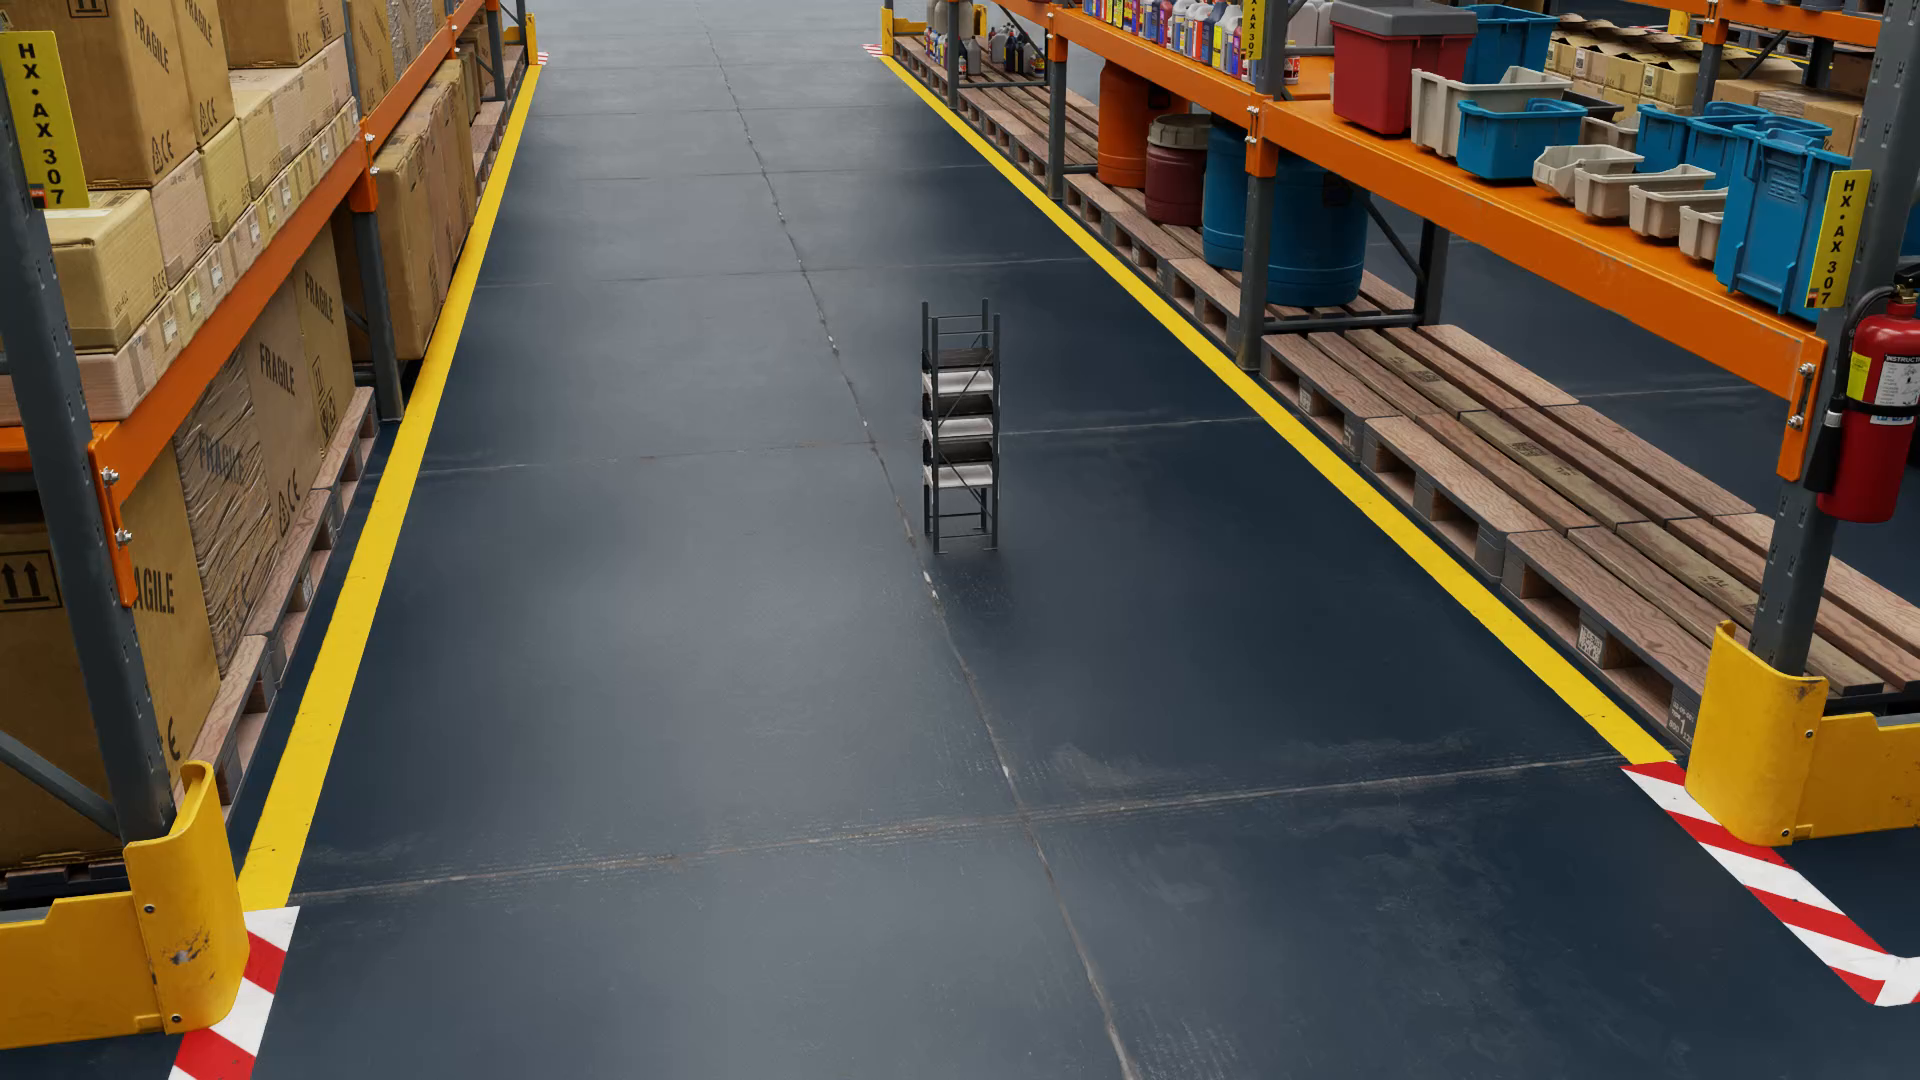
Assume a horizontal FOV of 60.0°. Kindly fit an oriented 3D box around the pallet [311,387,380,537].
[{"bbox_3d":[-2.939,-0.302,6.678,1.003,0.211,1.213,-4,24,-10],"label":"pallet"}]

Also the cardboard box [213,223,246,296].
[{"bbox_3d":[-2.196,-0.765,4.567,0.380,0.149,0.250,-5,24,-11],"label":"cardboard box"}]

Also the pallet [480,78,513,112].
[{"bbox_3d":[-4.641,-4.015,15.180,1.003,0.211,1.213,-4,24,-10],"label":"pallet"}]

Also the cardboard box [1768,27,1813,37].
[{"bbox_3d":[9.613,-5.966,18.735,0.700,0.500,0.500,-6,24,-13],"label":"cardboard box"}]

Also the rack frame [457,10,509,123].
[{"bbox_3d":[-4.482,-5.032,14.023,1.000,3.000,0.127,-4,24,-10],"label":"rack frame"}]

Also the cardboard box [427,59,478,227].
[{"bbox_3d":[-3.635,-2.404,10.137,1.225,0.875,0.875,-5,24,-12],"label":"cardboard box"}]

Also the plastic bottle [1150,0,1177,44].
[{"bbox_3d":[1.170,-3.000,9.432,0.144,0.351,0.185,-4,24,-10],"label":"plastic bottle"}]

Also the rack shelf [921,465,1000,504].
[{"bbox_3d":[0.001,-0.214,6.148,0.258,0.077,0.200,-4,24,-10],"label":"rack shelf"}]

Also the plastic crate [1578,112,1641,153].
[{"bbox_3d":[2.482,-1.496,6.181,0.293,0.136,0.466,-4,24,-10],"label":"plastic crate"}]

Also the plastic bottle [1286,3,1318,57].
[{"bbox_3d":[1.833,-2.758,8.972,0.152,0.276,0.135,-4,24,-10],"label":"plastic bottle"}]

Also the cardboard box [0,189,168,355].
[{"bbox_3d":[-2.086,-0.588,3.664,0.500,0.250,0.500,-5,24,-11],"label":"cardboard box"}]

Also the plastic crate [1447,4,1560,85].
[{"bbox_3d":[2.286,-2.113,7.286,0.392,0.384,0.575,-4,24,-10],"label":"plastic crate"}]

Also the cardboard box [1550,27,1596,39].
[{"bbox_3d":[5.270,-4.371,14.720,0.500,0.311,0.500,-5,24,-11],"label":"cardboard box"}]

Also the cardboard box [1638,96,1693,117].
[{"bbox_3d":[5.657,-3.311,12.995,0.500,0.250,0.500,-4,24,-8],"label":"cardboard box"}]

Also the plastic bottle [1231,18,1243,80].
[{"bbox_3d":[1.387,-2.417,8.182,0.061,0.283,0.133,-4,24,-10],"label":"plastic bottle"}]

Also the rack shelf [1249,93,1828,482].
[{"bbox_3d":[2.235,-1.135,6.000,1.077,0.370,4.000,-4,24,-10],"label":"rack shelf"}]

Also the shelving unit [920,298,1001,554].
[{"bbox_3d":[0.001,-0.409,6.063,0.258,0.900,0.210,-4,24,-10],"label":"shelving unit"}]

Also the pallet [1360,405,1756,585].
[{"bbox_3d":[2.268,-0.206,6.459,1.003,0.211,1.213,-4,24,-10],"label":"pallet"}]

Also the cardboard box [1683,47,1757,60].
[{"bbox_3d":[6.080,-3.813,13.443,0.500,0.311,0.500,-5,24,-11],"label":"cardboard box"}]

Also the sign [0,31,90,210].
[{"bbox_3d":[-1.717,-0.783,3.115,0.100,0.325,0.005,-4,24,-10],"label":"sign"}]

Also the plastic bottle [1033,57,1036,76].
[{"bbox_3d":[0.739,-4.515,15.787,0.097,0.201,0.097,0,24,0],"label":"plastic bottle"}]

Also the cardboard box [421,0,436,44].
[{"bbox_3d":[-3.321,-3.132,9.548,0.500,0.500,0.500,-5,24,-10],"label":"cardboard box"}]

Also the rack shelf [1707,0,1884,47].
[{"bbox_3d":[6.364,-3.074,10.439,1.077,0.370,4.000,-4,24,-10],"label":"rack shelf"}]

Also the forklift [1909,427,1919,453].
[{"bbox_3d":[4.508,-1.720,6.527,1.130,2.935,3.031,-4,24,-8],"label":"forklift"}]

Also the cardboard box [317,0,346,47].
[{"bbox_3d":[-2.655,-2.135,6.270,0.500,0.500,0.500,-4,24,-8],"label":"cardboard box"}]

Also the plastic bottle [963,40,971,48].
[{"bbox_3d":[0.089,-4.680,16.071,0.152,0.276,0.135,-4,24,-10],"label":"plastic bottle"}]

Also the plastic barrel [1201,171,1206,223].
[{"bbox_3d":[1.633,-2.026,9.726,0.421,0.512,0.421,0,24,0],"label":"plastic barrel"}]

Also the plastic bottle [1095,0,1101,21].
[{"bbox_3d":[0.903,-3.445,10.535,0.061,0.283,0.133,-4,24,-10],"label":"plastic bottle"}]

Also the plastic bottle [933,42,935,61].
[{"bbox_3d":[-0.225,-4.942,16.763,0.097,0.201,0.097,0,24,0],"label":"plastic bottle"}]

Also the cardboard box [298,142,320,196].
[{"bbox_3d":[-2.434,-1.269,5.723,0.380,0.149,0.250,-4,24,-9],"label":"cardboard box"}]

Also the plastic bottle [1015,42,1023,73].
[{"bbox_3d":[0.566,-4.630,15.947,0.061,0.283,0.133,-4,24,-10],"label":"plastic bottle"}]

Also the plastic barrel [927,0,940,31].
[{"bbox_3d":[-0.157,-5.771,18.299,0.421,0.512,0.421,0,24,0],"label":"plastic barrel"}]

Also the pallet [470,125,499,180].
[{"bbox_3d":[-4.108,-2.967,12.779,1.003,0.211,1.213,-4,24,-10],"label":"pallet"}]

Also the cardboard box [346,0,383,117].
[{"bbox_3d":[-2.842,-2.130,7.255,0.500,0.500,0.500,-4,24,-10],"label":"cardboard box"}]

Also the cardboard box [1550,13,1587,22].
[{"bbox_3d":[5.611,-4.815,15.736,0.500,0.311,0.500,-4,24,-10],"label":"cardboard box"}]

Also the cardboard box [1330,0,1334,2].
[{"bbox_3d":[4.489,-6.189,18.646,0.500,0.500,0.500,-4,24,-10],"label":"cardboard box"}]

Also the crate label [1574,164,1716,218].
[{"bbox_3d":[2.161,-1.115,5.310,0.396,0.136,0.243,-4,24,-10],"label":"crate label"}]

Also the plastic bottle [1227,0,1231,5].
[{"bbox_3d":[1.719,-3.354,10.430,0.097,0.201,0.097,0,24,0],"label":"plastic bottle"}]

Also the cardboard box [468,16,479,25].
[{"bbox_3d":[-4.822,-4.702,15.867,0.500,0.500,0.500,-6,24,-14],"label":"cardboard box"}]

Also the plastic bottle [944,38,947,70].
[{"bbox_3d":[-0.123,-4.724,16.162,0.061,0.283,0.133,-3,24,-6],"label":"plastic bottle"}]

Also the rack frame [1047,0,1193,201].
[{"bbox_3d":[1.125,-3.825,11.260,1.000,3.000,0.127,-4,24,-10],"label":"rack frame"}]

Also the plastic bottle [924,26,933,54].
[{"bbox_3d":[-0.325,-5.187,17.237,0.097,0.271,0.097,0,24,0],"label":"plastic bottle"}]

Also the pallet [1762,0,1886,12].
[{"bbox_3d":[6.188,-3.841,11.536,1.213,0.211,1.003,-4,24,-10],"label":"pallet"}]

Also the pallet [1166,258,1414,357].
[{"bbox_3d":[1.763,-1.280,8.918,1.003,0.211,1.213,-4,24,-10],"label":"pallet"}]

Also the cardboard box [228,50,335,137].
[{"bbox_3d":[-2.565,-1.595,5.970,0.500,0.250,0.500,-4,24,-8],"label":"cardboard box"}]

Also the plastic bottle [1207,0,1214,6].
[{"bbox_3d":[1.365,-2.826,9.135,0.097,0.271,0.097,0,24,0],"label":"plastic bottle"}]

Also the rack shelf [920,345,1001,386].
[{"bbox_3d":[0.001,-0.626,5.968,0.258,0.077,0.200,-4,24,-10],"label":"rack shelf"}]

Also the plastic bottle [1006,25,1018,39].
[{"bbox_3d":[0.531,-4.976,16.655,0.144,0.351,0.185,-4,24,-10],"label":"plastic bottle"}]

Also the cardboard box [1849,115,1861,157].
[{"bbox_3d":[6.089,-2.438,10.658,0.500,0.500,0.500,-5,24,-12],"label":"cardboard box"}]

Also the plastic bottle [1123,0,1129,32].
[{"bbox_3d":[1.035,-3.199,9.988,0.097,0.271,0.097,0,24,0],"label":"plastic bottle"}]

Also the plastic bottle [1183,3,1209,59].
[{"bbox_3d":[1.289,-2.721,8.887,0.152,0.276,0.135,-4,24,-10],"label":"plastic bottle"}]

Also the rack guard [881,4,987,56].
[{"bbox_3d":[-0.294,-5.800,18.905,1.175,0.500,0.348,-4,24,-10],"label":"rack guard"}]
